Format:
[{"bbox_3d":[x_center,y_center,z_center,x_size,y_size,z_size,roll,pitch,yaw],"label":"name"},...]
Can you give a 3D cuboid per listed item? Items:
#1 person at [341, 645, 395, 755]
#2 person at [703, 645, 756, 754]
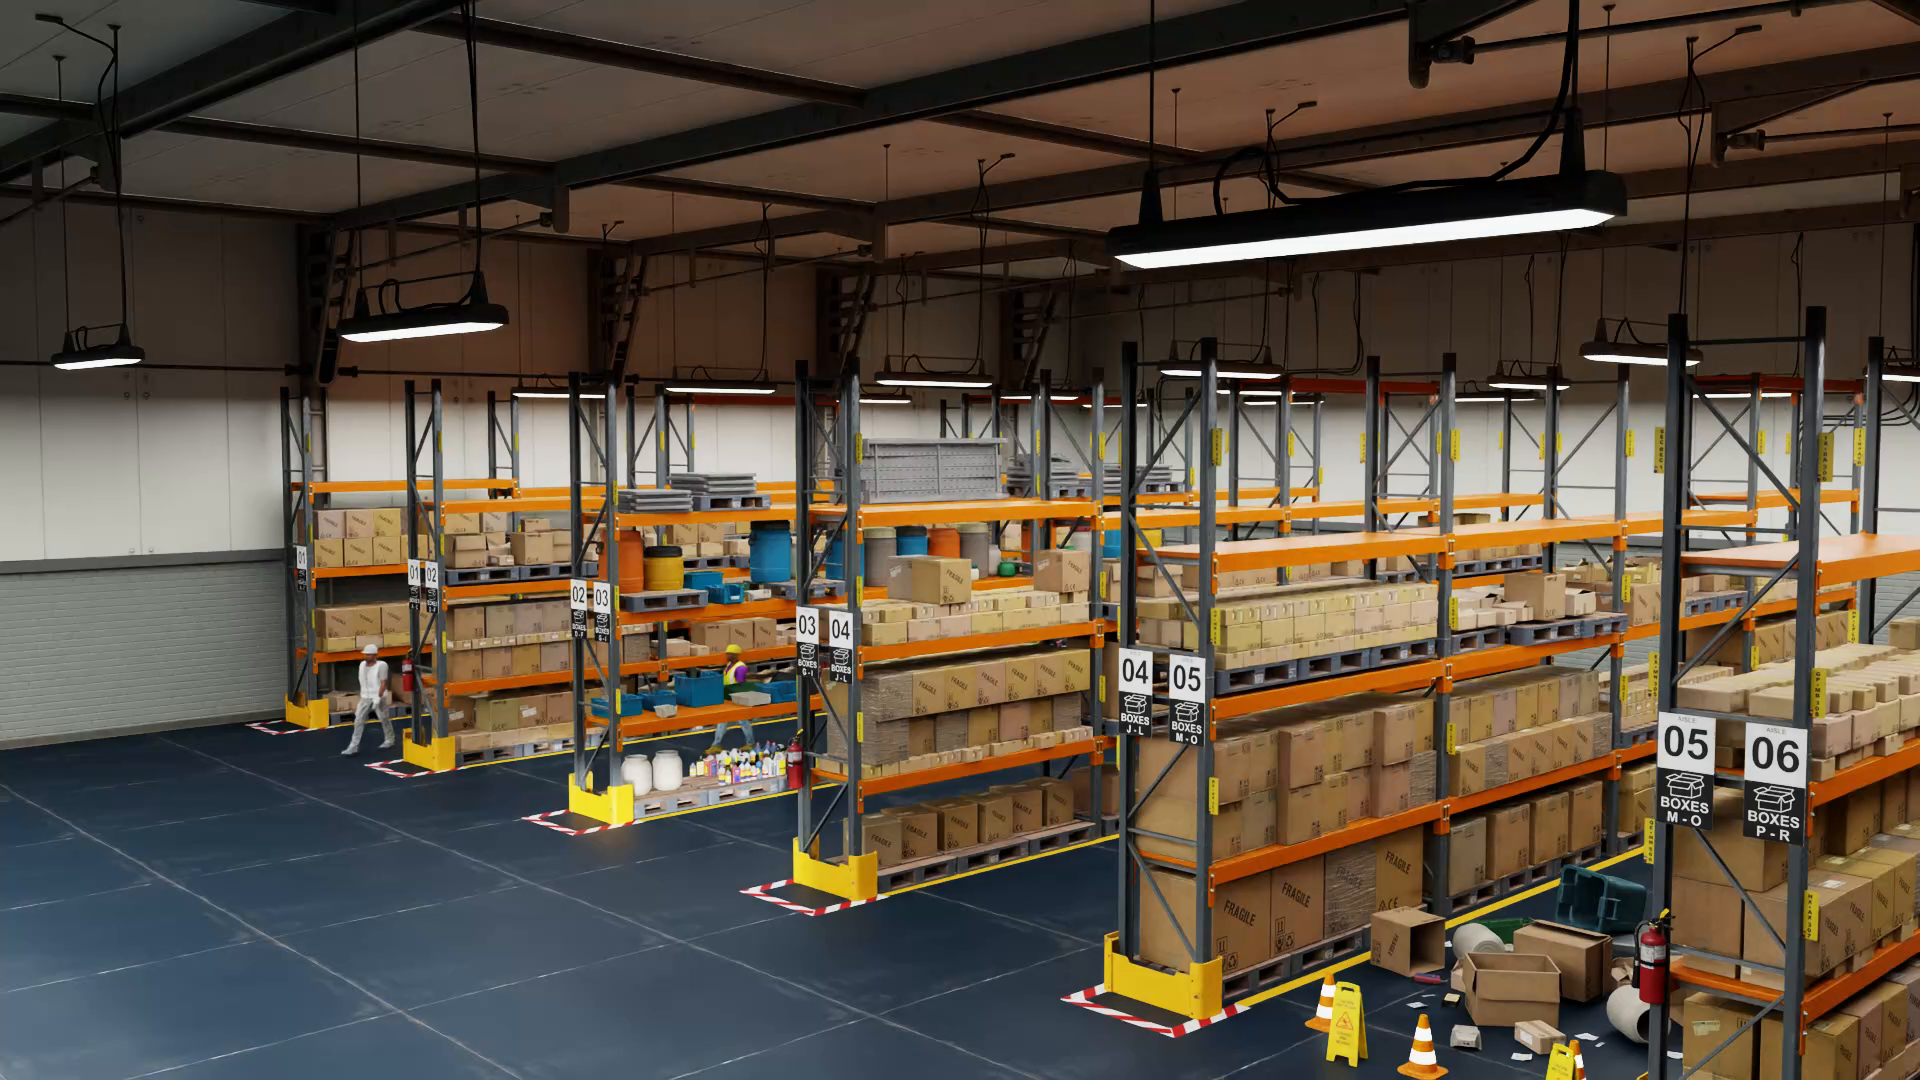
[{"bbox_3d":[-9.532,2.551,26.886,0.575,1.732,0.956,1,4,13],"label":"person"},{"bbox_3d":[-3.718,2.564,26.857,0.899,1.734,0.592,-3,5,-38],"label":"person"}]
